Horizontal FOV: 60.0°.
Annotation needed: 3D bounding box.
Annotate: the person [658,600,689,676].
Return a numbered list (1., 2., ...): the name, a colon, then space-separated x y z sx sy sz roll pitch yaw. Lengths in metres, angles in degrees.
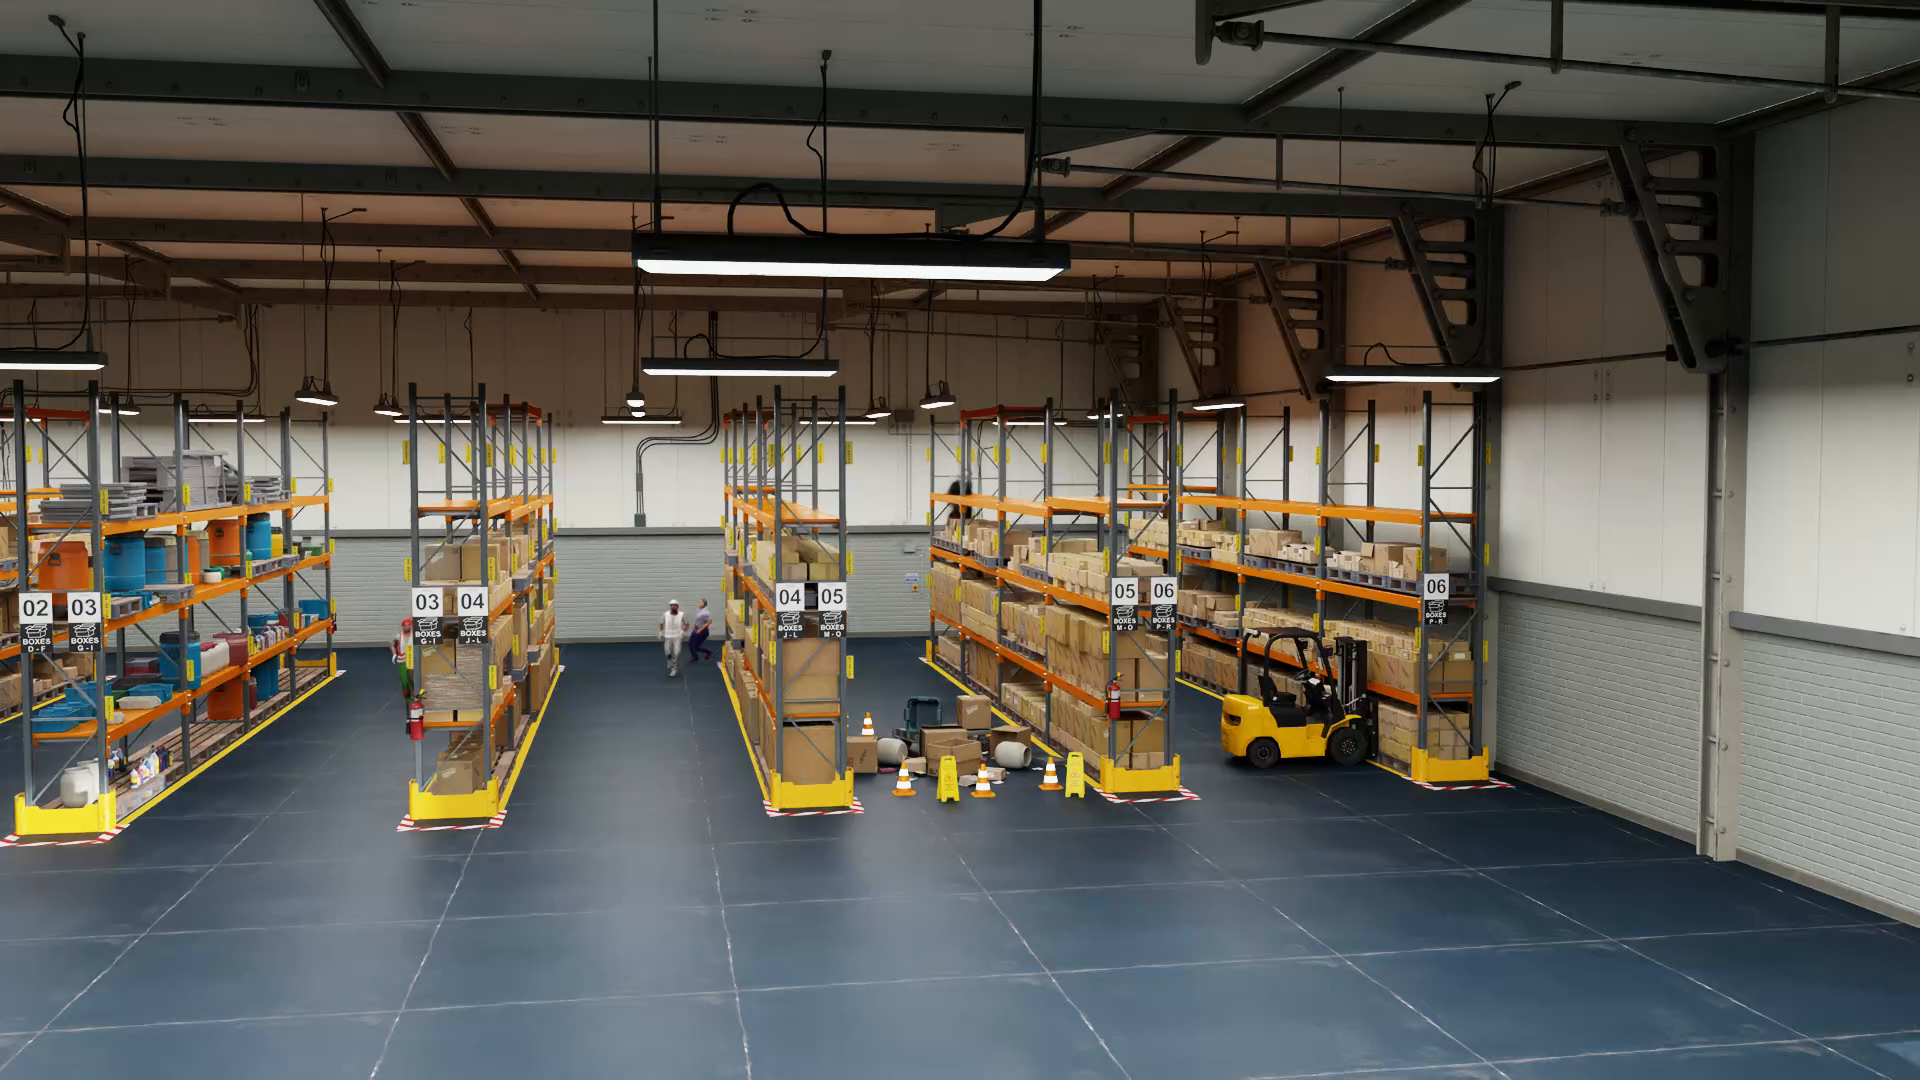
1. person: -6.518 2.224 37.896 0.697 1.735 0.602 0 3 -3

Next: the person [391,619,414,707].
1. person: -11.044 2.444 33.248 0.639 1.747 0.692 -1 3 -13

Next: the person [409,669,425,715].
1. person: -9.977 2.650 31.036 0.611 1.612 0.664 -1 3 -14

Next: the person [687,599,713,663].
1. person: -6.214 2.198 40.141 0.571 1.585 0.664 -2 3 -33
